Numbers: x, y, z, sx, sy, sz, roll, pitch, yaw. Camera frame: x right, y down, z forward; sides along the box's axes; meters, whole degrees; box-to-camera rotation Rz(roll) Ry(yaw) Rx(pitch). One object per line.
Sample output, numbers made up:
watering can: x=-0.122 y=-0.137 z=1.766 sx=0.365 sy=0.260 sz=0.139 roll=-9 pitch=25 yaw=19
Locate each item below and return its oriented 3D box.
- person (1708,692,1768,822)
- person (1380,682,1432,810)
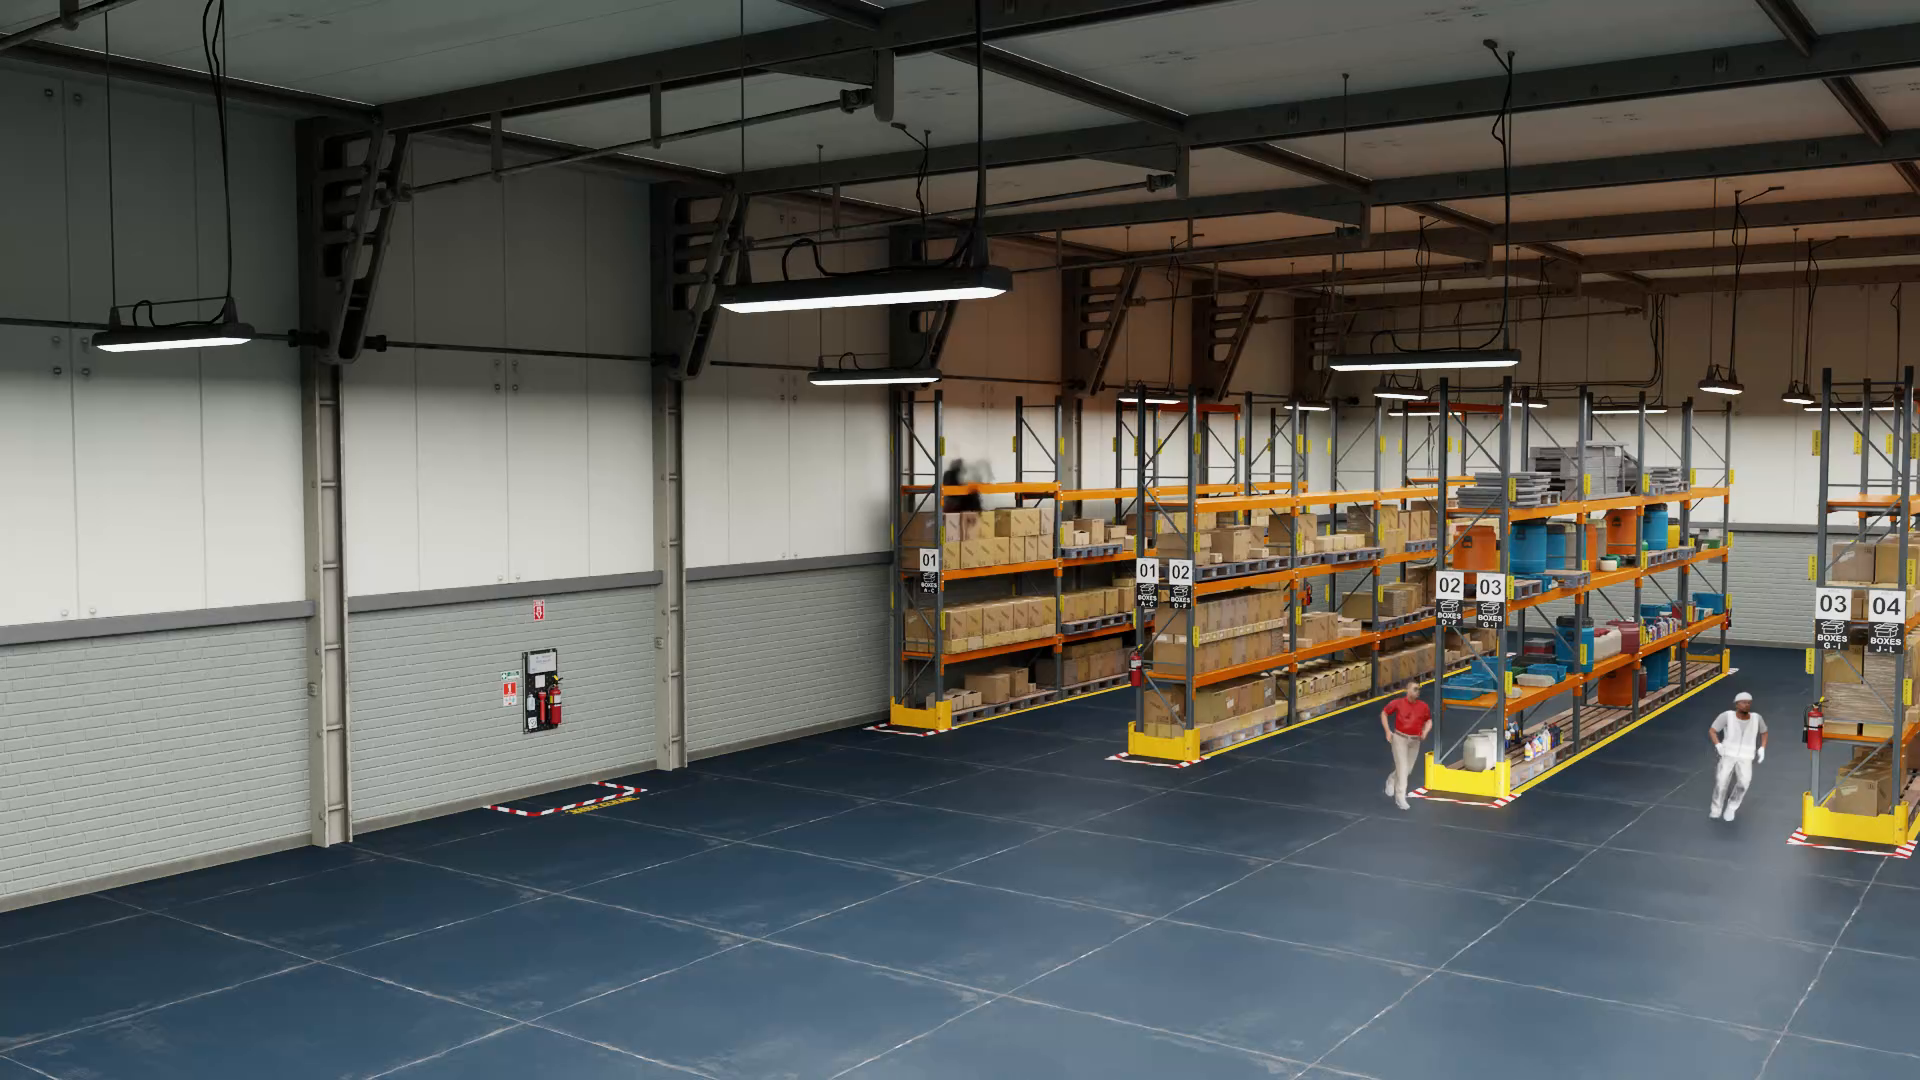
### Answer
person: x=10.355 y=2.885 z=22.119 sx=0.745 sy=1.730 sz=0.609 roll=1 pitch=3 yaw=19
person: x=6.279 y=2.852 z=23.332 sx=0.687 sy=1.722 sz=0.818 roll=-1 pitch=3 yaw=-11
